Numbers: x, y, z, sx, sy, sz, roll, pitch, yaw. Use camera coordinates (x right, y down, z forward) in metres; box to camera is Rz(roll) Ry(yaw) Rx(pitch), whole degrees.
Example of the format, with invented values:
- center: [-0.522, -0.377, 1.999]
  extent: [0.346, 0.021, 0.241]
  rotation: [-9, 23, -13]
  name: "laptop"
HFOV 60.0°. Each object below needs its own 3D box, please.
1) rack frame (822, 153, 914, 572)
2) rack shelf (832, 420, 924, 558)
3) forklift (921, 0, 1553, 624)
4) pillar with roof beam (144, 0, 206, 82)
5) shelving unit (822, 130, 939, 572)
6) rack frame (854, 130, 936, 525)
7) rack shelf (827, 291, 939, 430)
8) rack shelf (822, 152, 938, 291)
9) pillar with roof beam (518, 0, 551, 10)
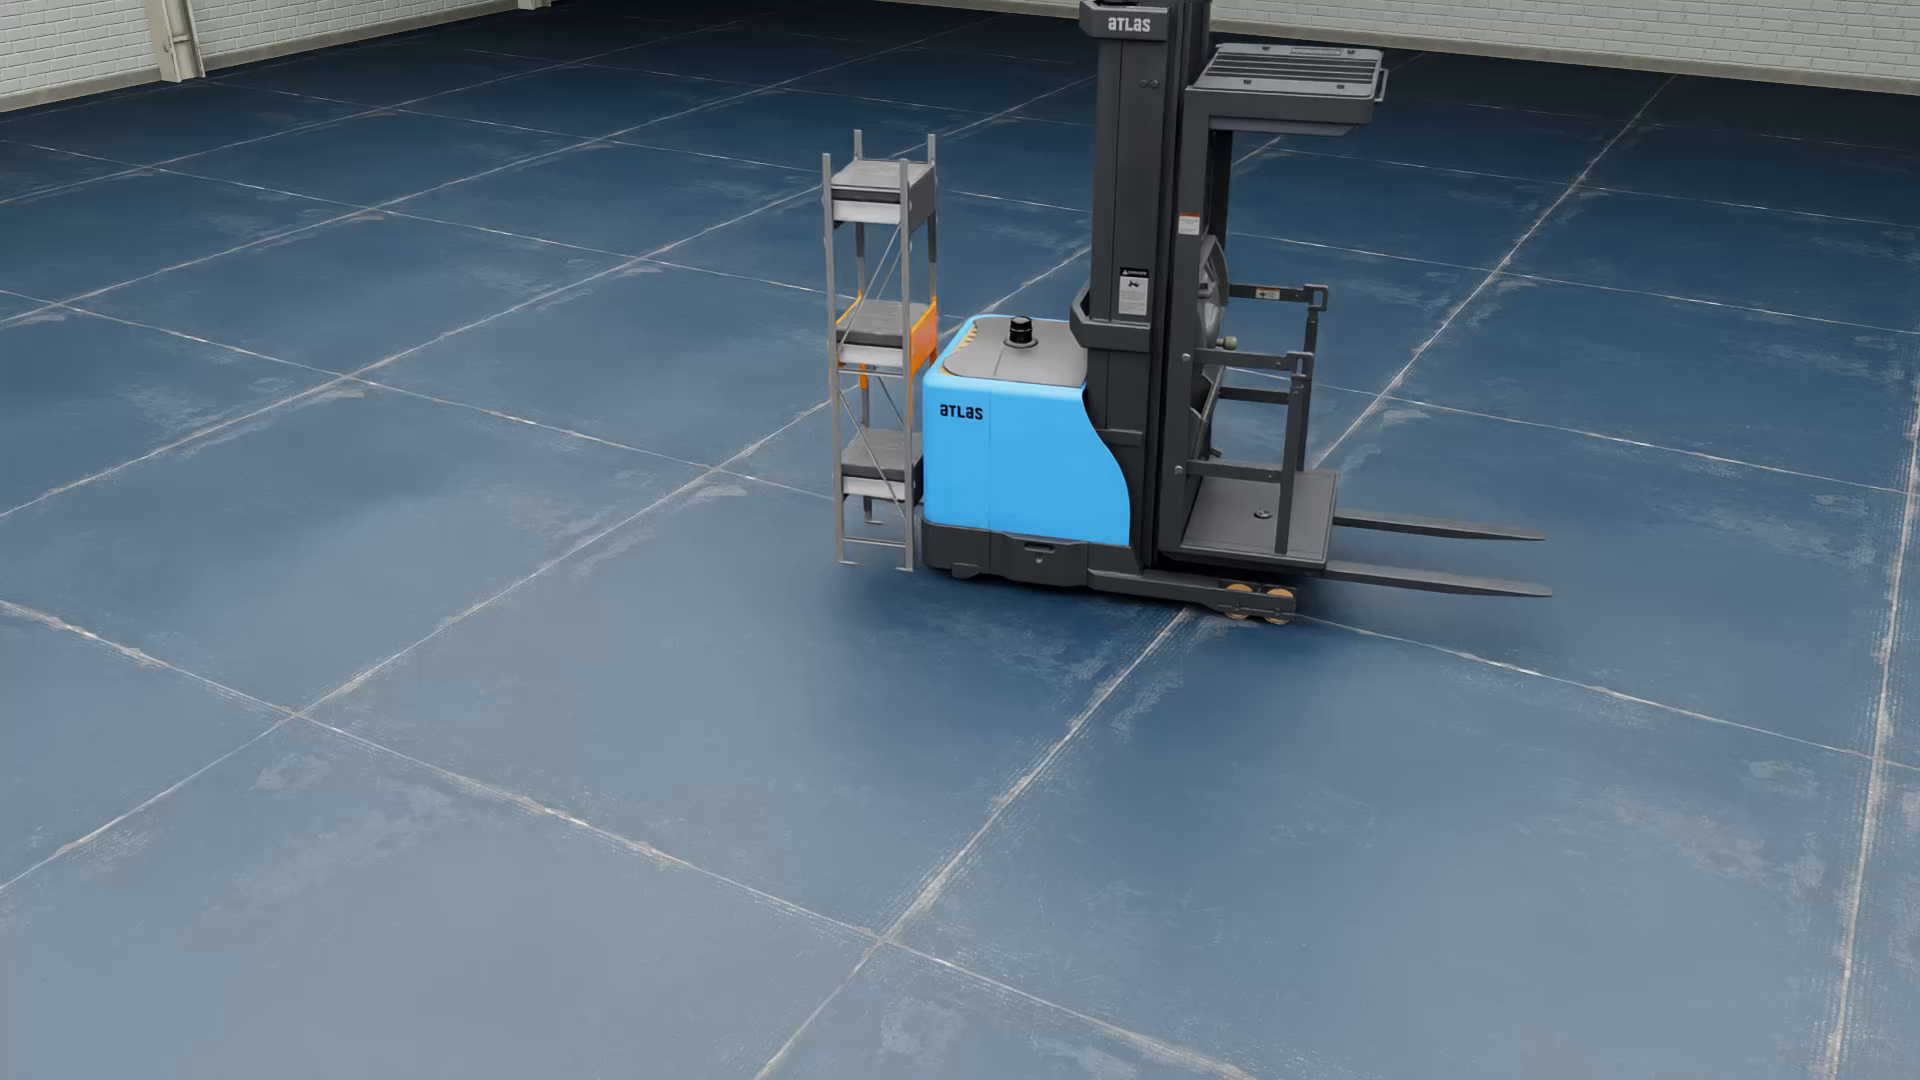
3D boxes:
- center: [-0.431, -0.800, 8.003]
  extent: [0.400, 2.100, 0.015]
  rotation: [6, 27, 12]
  name: "rack frame"
- center: [-0.372, -0.268, 8.534]
  extent: [0.431, 0.518, 0.480]
  rotation: [6, 27, 12]
  name: "rack shelf"
- center: [1.380, -1.172, 7.817]
  extent: [3.031, 2.935, 1.130]
  rotation: [7, 27, 13]
  name: "forklift"
- center: [-5.433, -8.536, 15.749]
  extent: [9.100, 9.000, 0.400]
  rotation: [14, 30, 26]
  name: "pillar with roof beam"
- center: [-0.372, -0.906, 8.215]
  extent: [0.431, 2.100, 0.503]
  rotation: [6, 27, 12]
  name: "shelving unit"
- center: [-0.313, -1.012, 8.426]
  extent: [0.400, 2.100, 0.015]
  rotation: [6, 27, 12]
  name: "rack frame"
- center: [-0.372, -0.894, 8.221]
  extent: [0.431, 0.518, 0.480]
  rotation: [6, 27, 12]
  name: "rack shelf"
- center: [-0.372, -1.520, 7.907]
  extent: [0.431, 0.518, 0.480]
  rotation: [6, 27, 12]
  name: "rack shelf"
- center: [-2.482, -10.874, 20.420]
  extent: [9.100, 9.000, 0.400]
  rotation: [14, 30, 26]
  name: "pillar with roof beam"
